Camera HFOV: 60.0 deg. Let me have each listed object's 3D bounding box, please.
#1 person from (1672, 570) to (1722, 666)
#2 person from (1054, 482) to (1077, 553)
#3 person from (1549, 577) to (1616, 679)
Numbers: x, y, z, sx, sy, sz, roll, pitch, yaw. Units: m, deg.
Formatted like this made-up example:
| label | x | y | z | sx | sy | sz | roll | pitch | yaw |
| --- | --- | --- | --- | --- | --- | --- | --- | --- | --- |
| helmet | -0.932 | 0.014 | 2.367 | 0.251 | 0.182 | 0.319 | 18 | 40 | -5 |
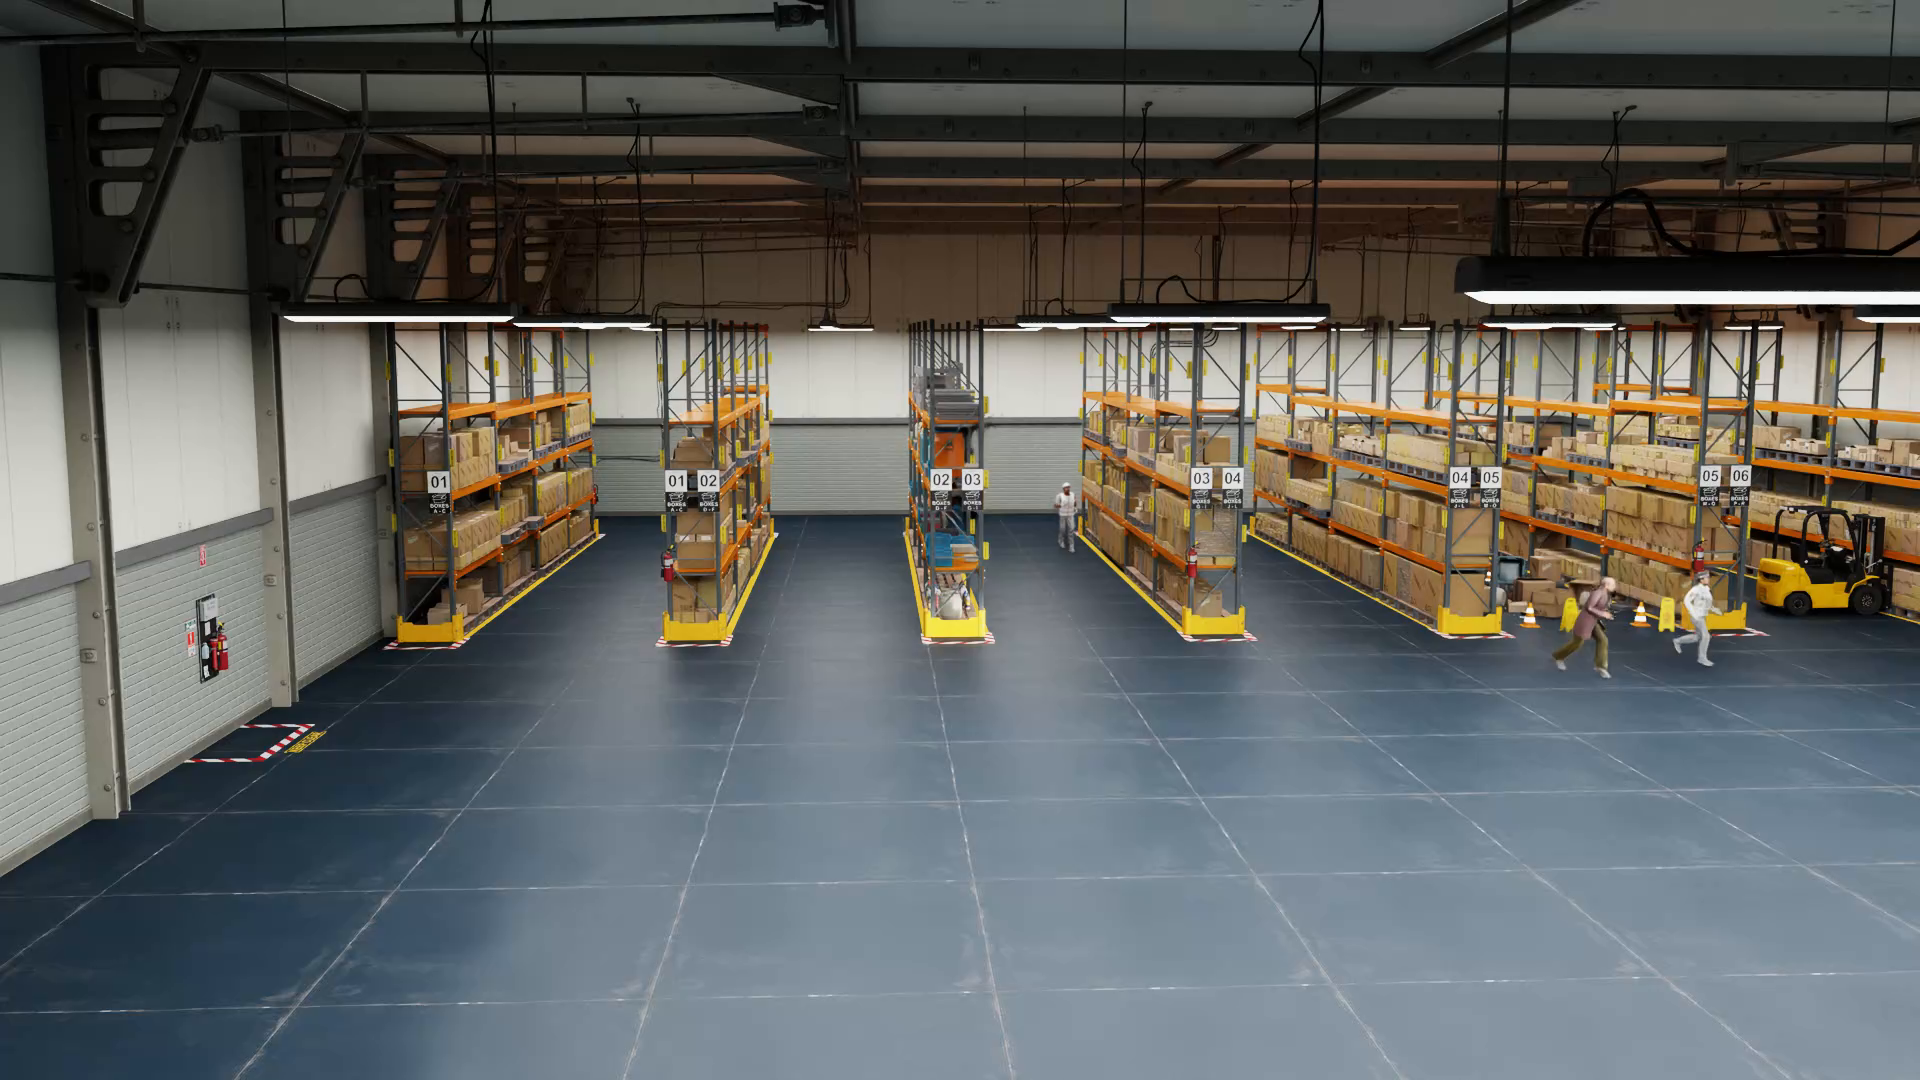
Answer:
| label | x | y | z | sx | sy | sz | roll | pitch | yaw |
| --- | --- | --- | --- | --- | --- | --- | --- | --- | --- |
| person | 12.826 | 1.332 | 29.050 | 0.601 | 1.660 | 0.785 | -6 | 9 | -42 |
| person | 2.814 | -0.616 | 44.019 | 0.669 | 1.823 | 0.855 | -1 | 7 | -10 |
| person | 10.507 | 1.450 | 28.049 | 1.062 | 1.743 | 0.755 | 5 | 9 | 36 |
